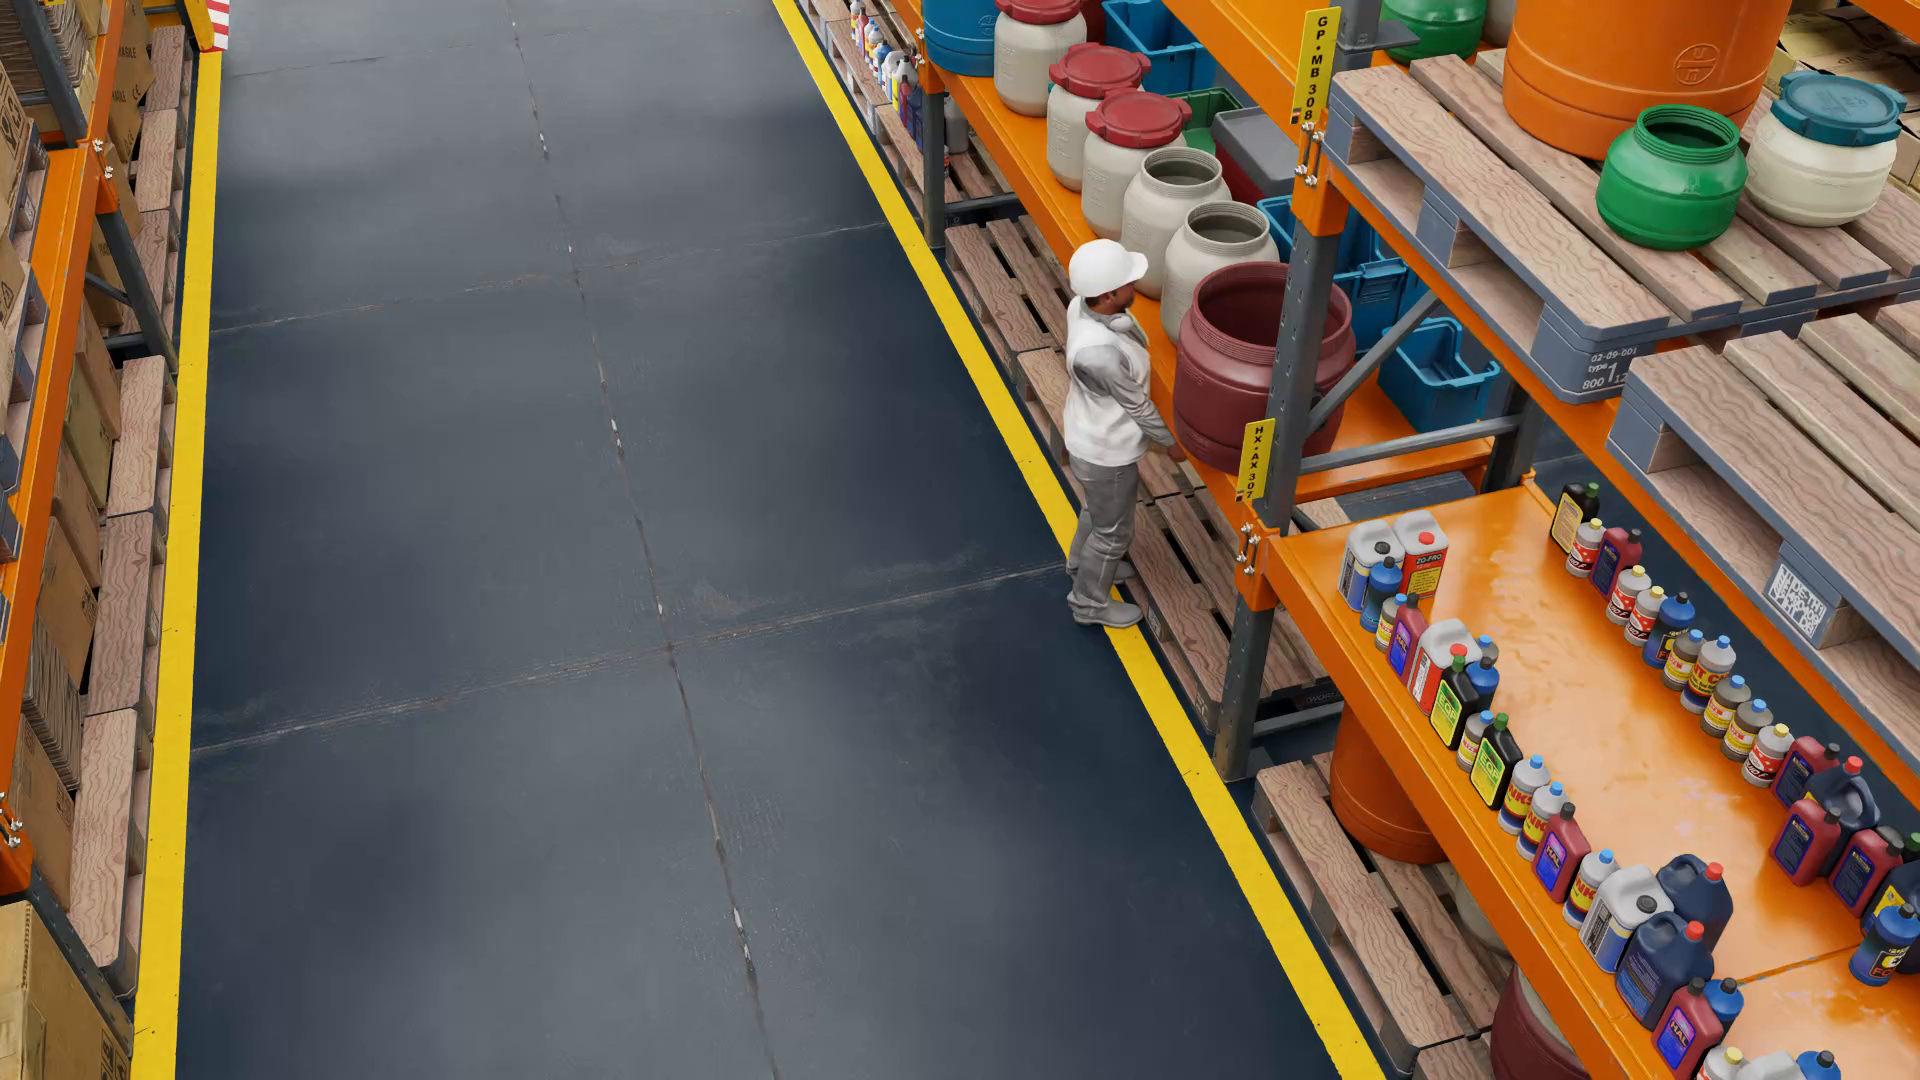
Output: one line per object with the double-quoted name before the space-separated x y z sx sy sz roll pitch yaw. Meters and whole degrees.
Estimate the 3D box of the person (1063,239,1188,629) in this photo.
"person" 0.680 -0.420 6.614 0.560 1.762 0.494 1 42 1
